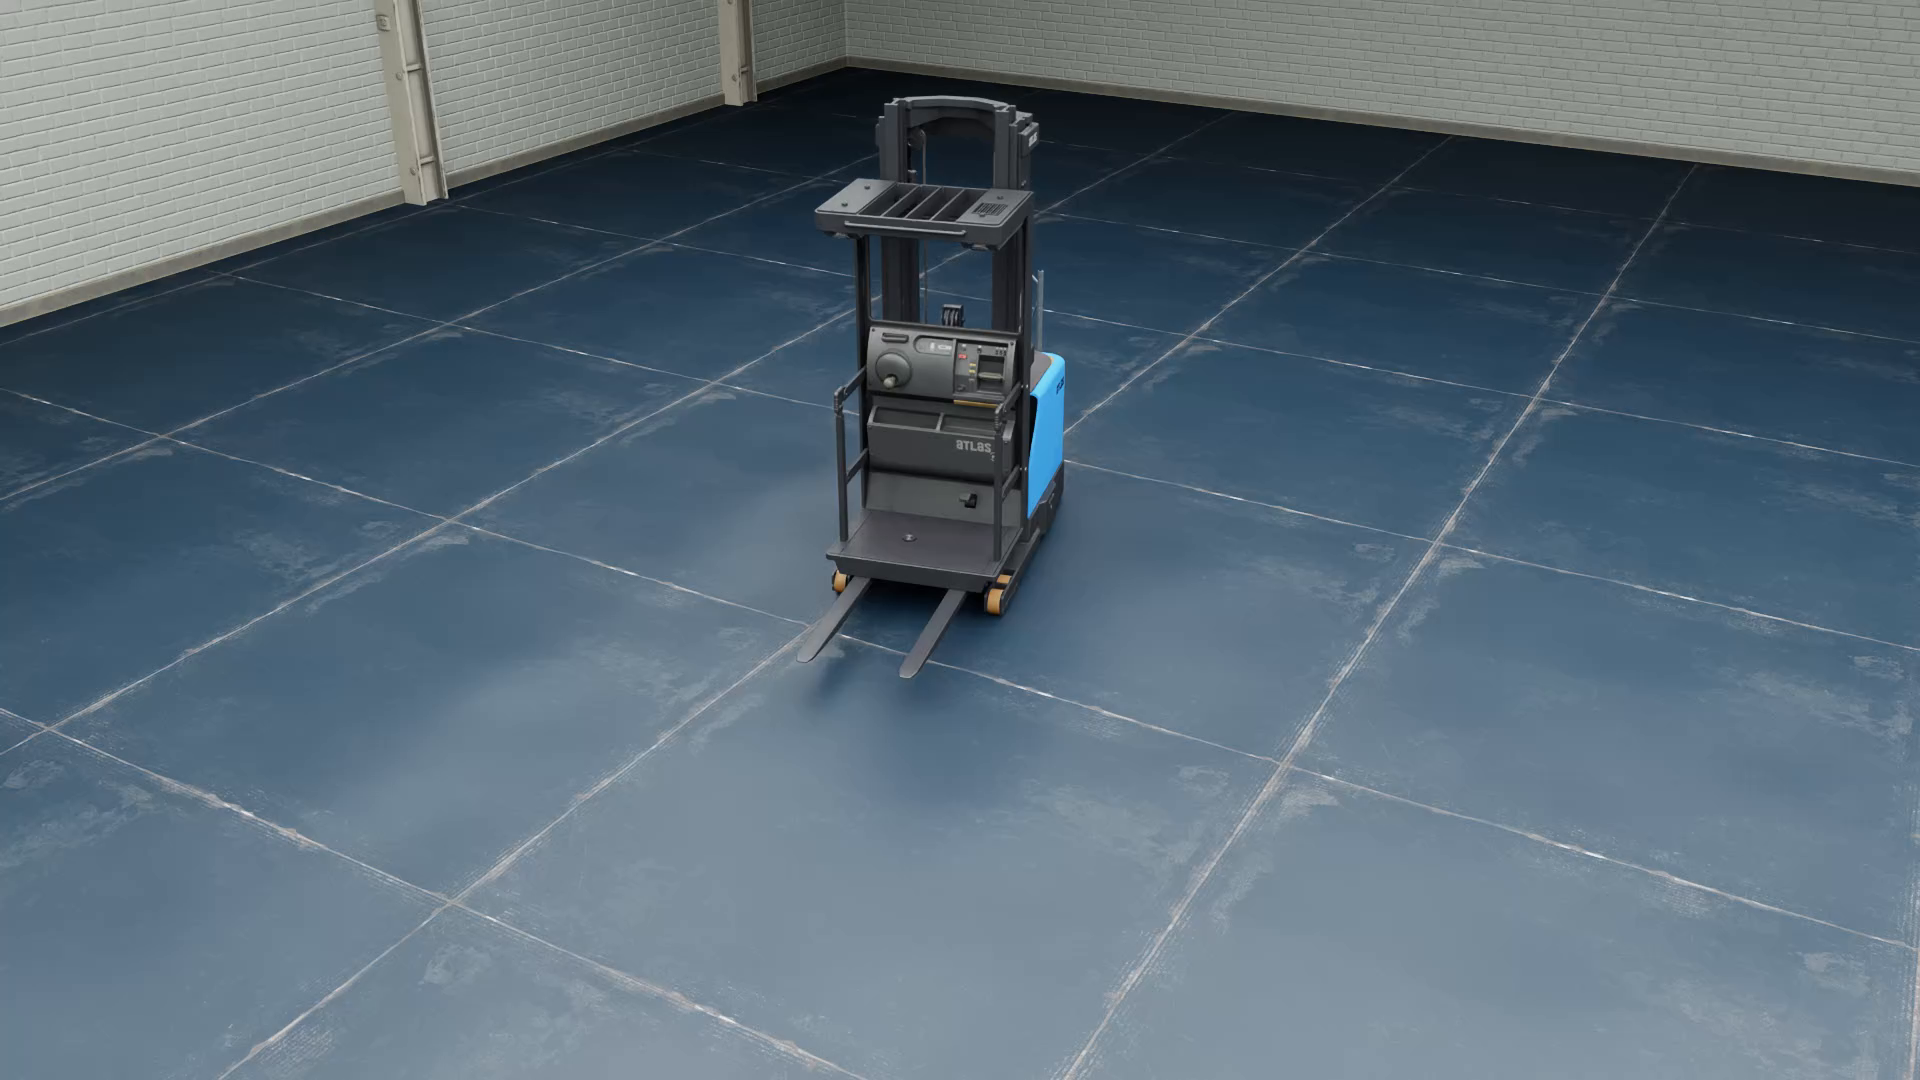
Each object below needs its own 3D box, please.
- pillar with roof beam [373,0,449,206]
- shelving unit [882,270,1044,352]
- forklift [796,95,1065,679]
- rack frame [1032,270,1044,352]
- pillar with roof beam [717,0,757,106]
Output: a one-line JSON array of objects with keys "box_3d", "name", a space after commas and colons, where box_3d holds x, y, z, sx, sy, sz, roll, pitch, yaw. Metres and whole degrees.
[{"box_3d": [-2.315, -6.940, 14.981, 9.100, 9.000, 0.400, 14, 30, 26], "name": "pillar with roof beam"}, {"box_3d": [0.013, -1.245, 11.981, 1.048, 1.500, 0.538, -6, 27, -12], "name": "shelving unit"}, {"box_3d": [-0.174, -1.043, 9.978, 1.130, 2.935, 3.031, 7, 28, 14], "name": "forklift"}, {"box_3d": [0.507, -1.298, 12.088, 0.032, 1.500, 0.500, -6, 27, -12], "name": "rack frame"}, {"box_3d": [0.637, -9.278, 19.652, 9.100, 9.000, 0.400, 14, 30, 26], "name": "pillar with roof beam"}]
